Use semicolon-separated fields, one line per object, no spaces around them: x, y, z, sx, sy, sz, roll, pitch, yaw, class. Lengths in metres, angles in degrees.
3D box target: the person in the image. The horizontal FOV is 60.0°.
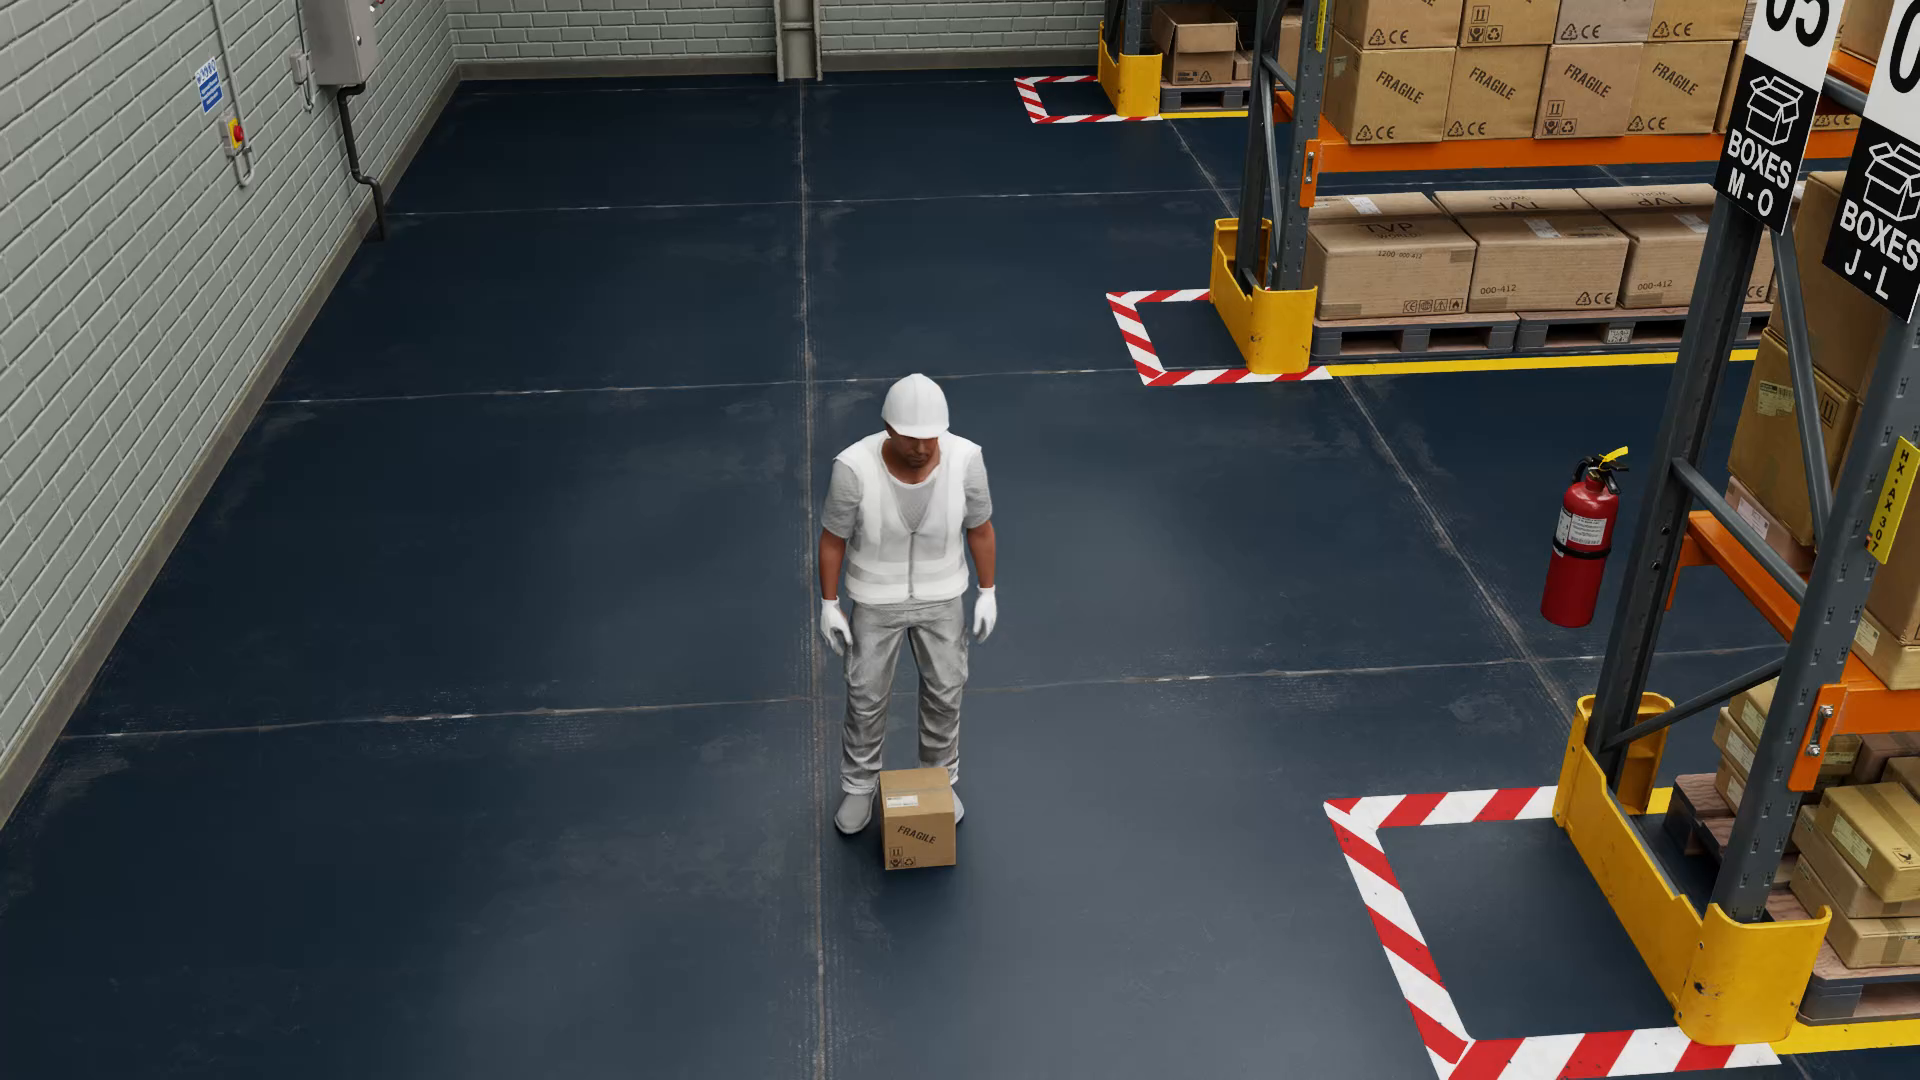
-0.177;0.220;5.754;0.625;1.773;0.451;-5;31;-8;person
